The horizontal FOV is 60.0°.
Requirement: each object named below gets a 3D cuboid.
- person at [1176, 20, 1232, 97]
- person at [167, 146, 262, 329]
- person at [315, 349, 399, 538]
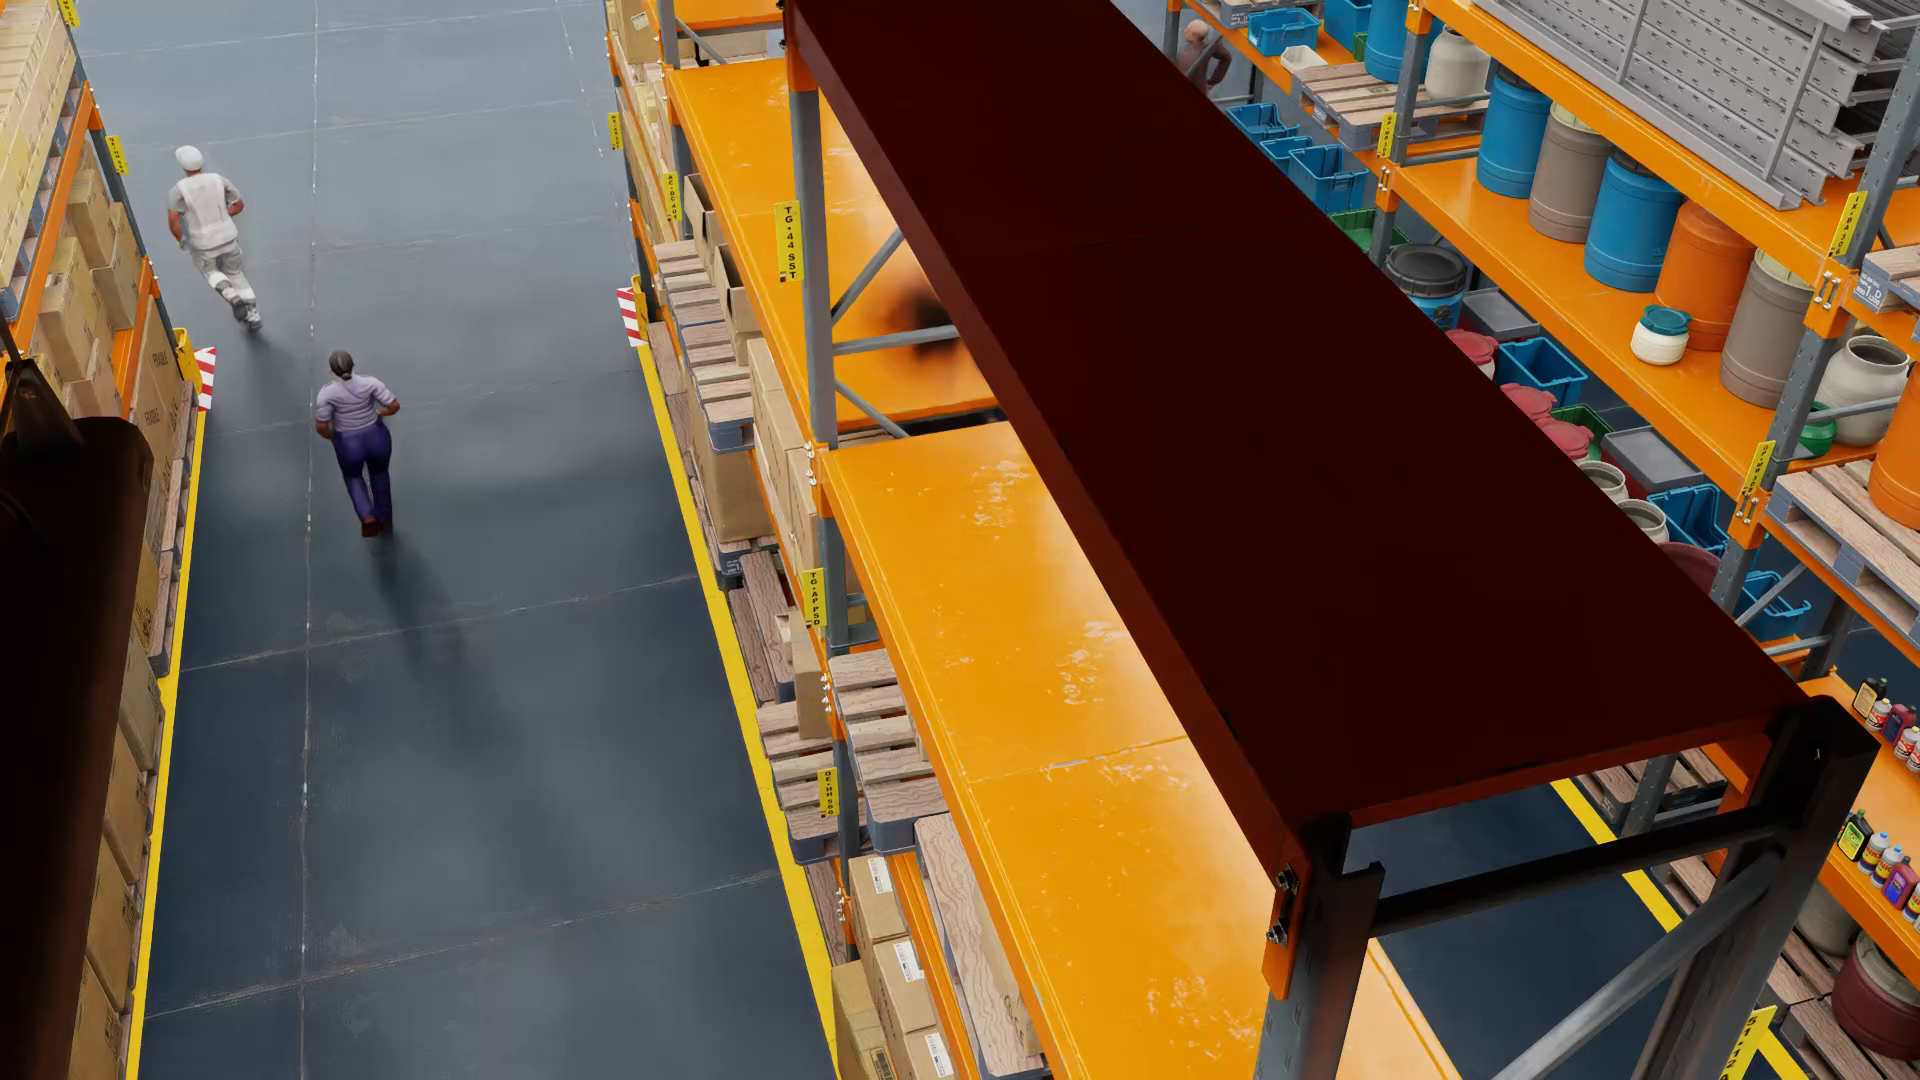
[{"bbox_3d":[2.321,-4.500,17.075,0.952,1.768,0.702,16,41,20],"label":"person"},{"bbox_3d":[-6.670,-2.685,14.812,0.686,1.741,0.645,-27,46,-30],"label":"person"},{"bbox_3d":[-4.447,-0.707,12.432,0.613,1.618,0.547,-18,42,-22],"label":"person"}]
